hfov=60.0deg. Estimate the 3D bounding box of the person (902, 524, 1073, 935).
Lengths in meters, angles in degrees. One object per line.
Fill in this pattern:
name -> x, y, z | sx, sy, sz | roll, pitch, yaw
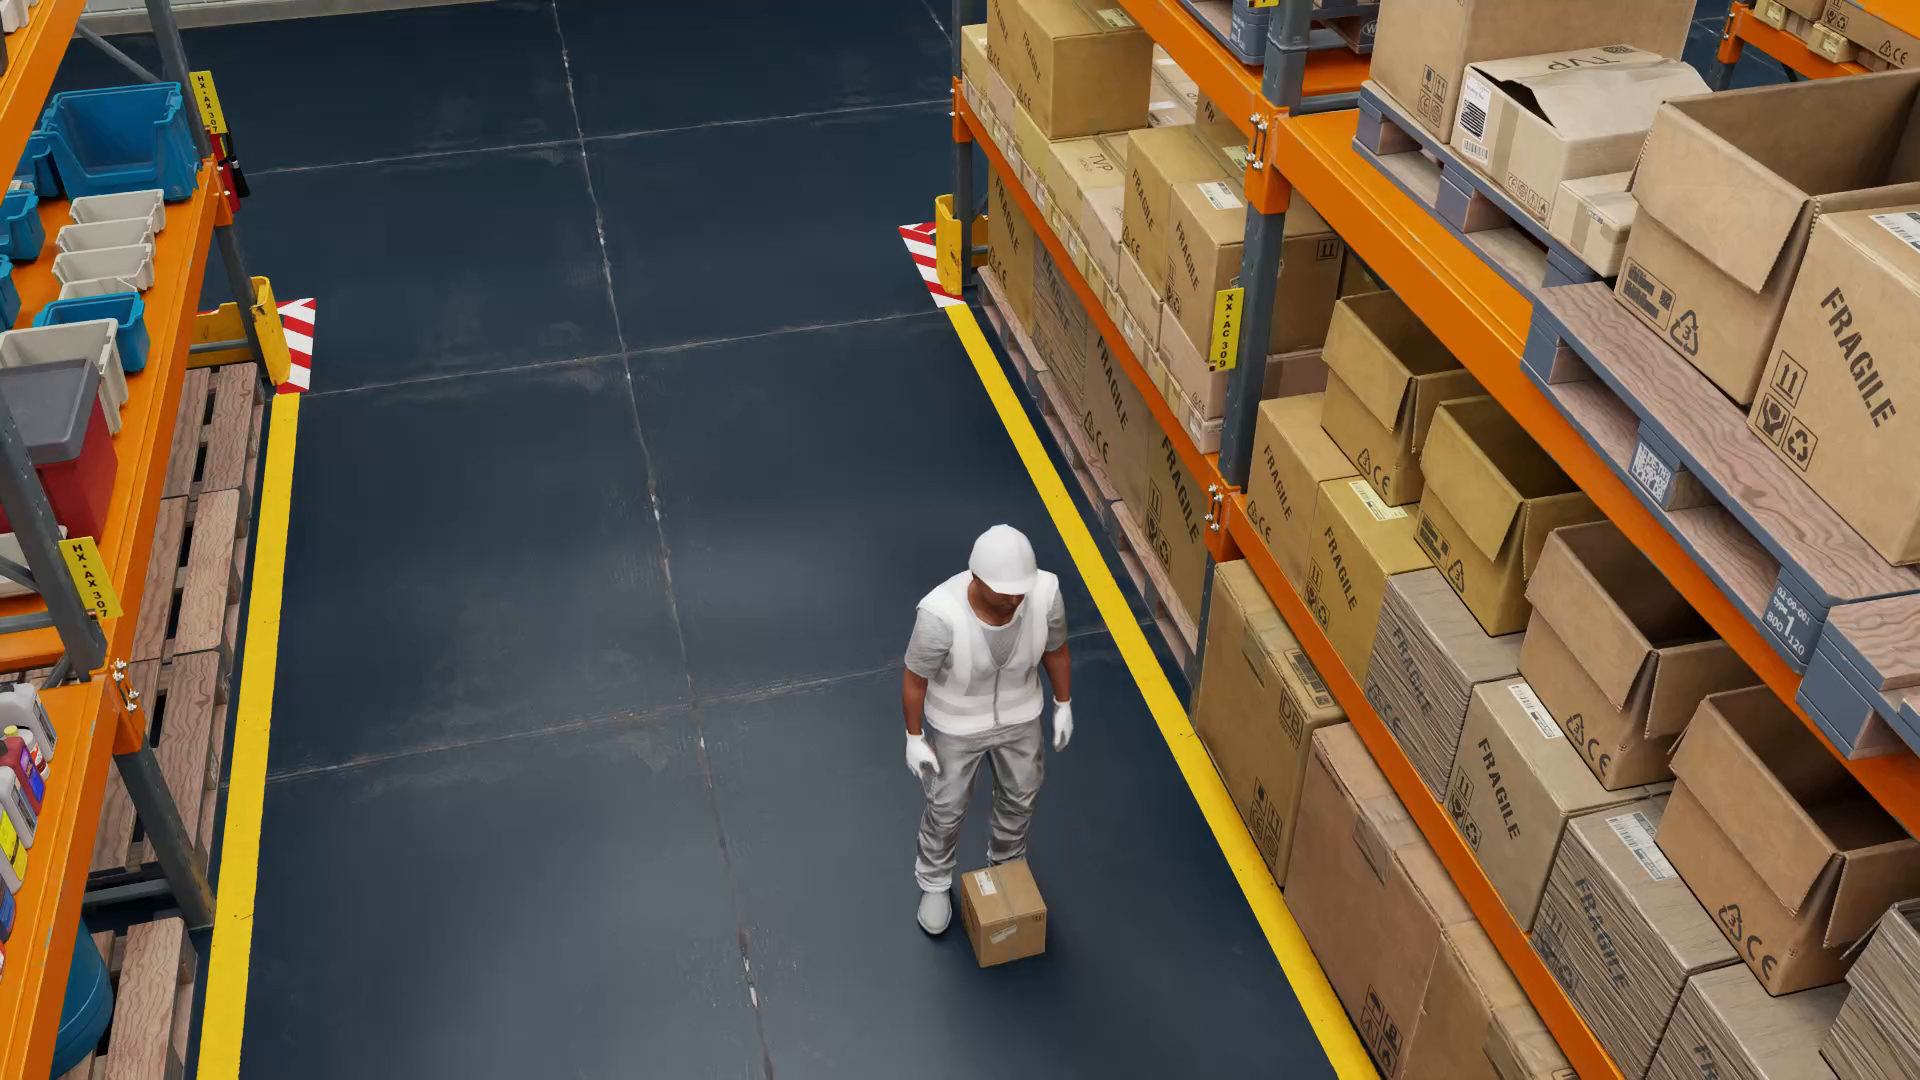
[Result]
person -> 0.101, 0.646, 5.873 | 0.630, 1.776, 0.443 | -11, 39, -14
